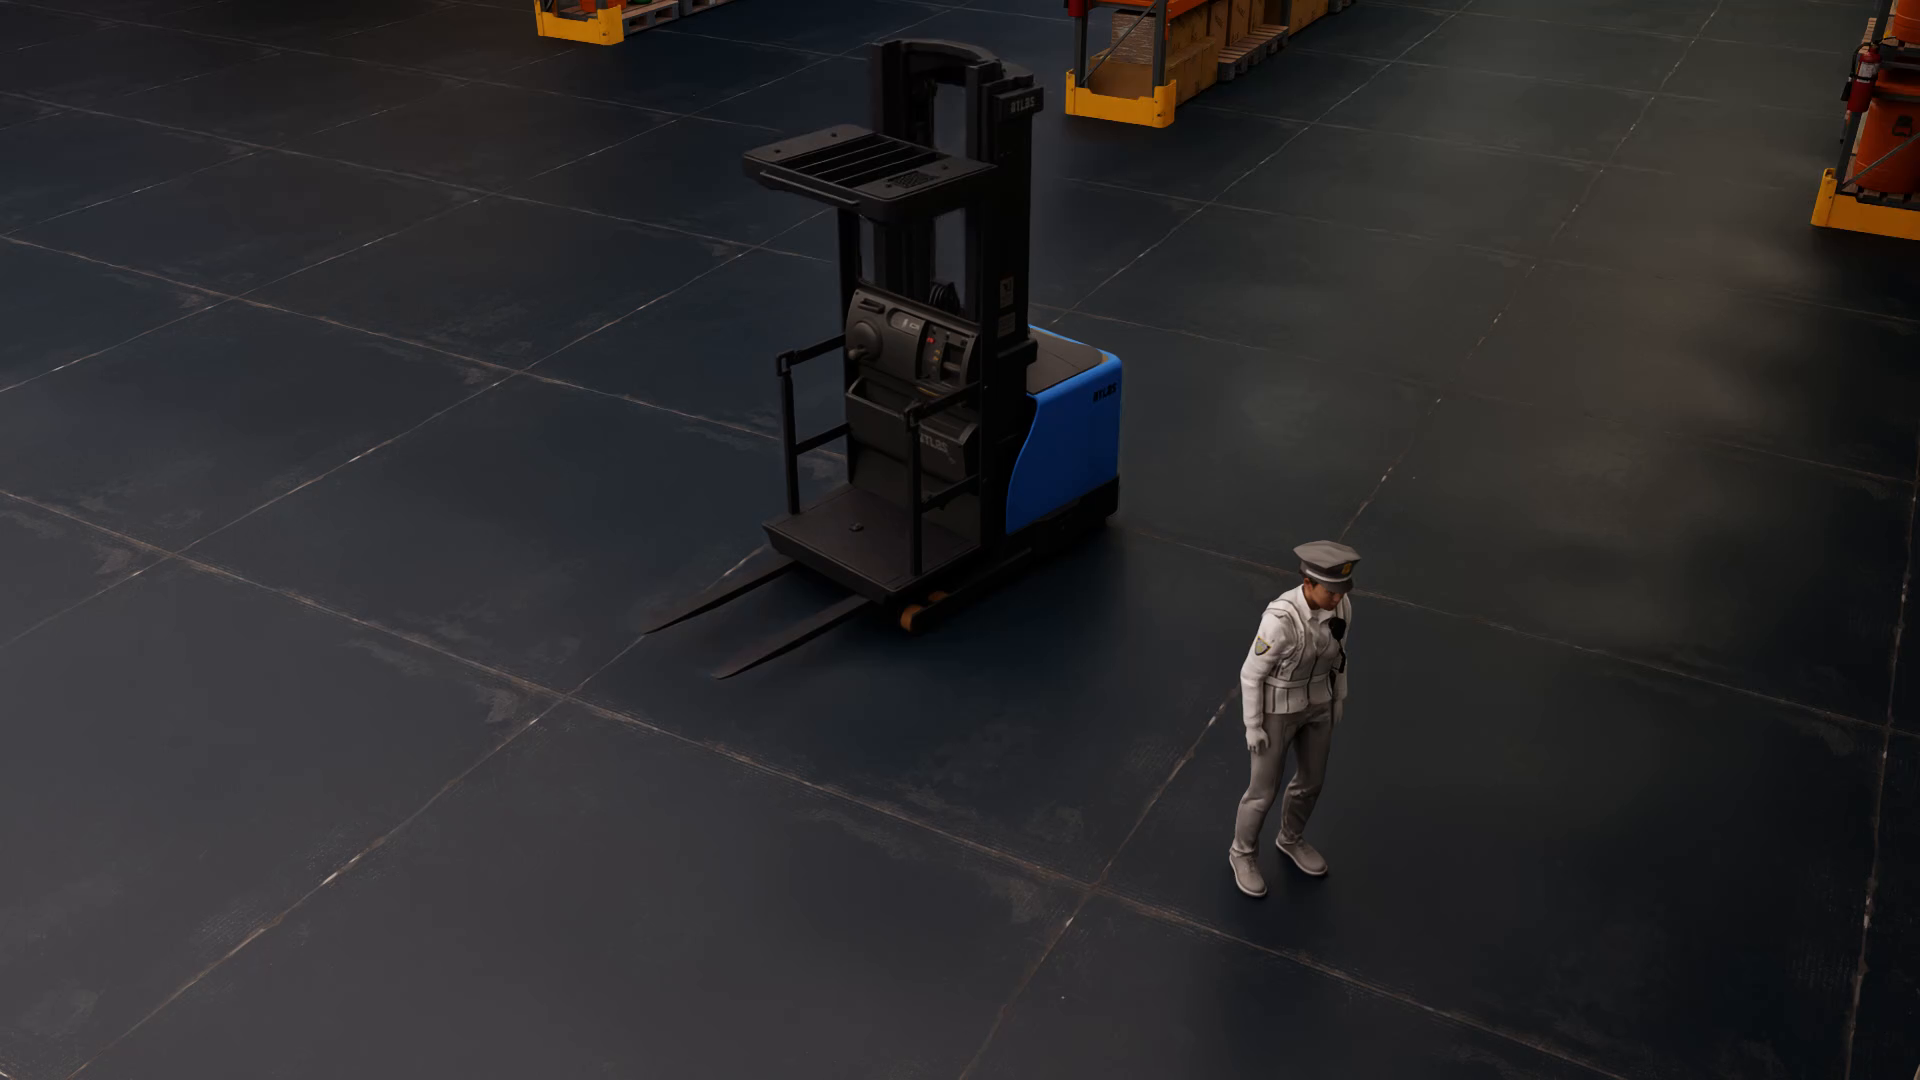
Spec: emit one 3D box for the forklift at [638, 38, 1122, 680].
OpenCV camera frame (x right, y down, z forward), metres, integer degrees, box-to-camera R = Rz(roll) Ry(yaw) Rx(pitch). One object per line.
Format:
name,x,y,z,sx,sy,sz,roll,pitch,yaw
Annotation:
forklift,-0.414,-1.041,8.874,1.130,2.935,3.031,25,38,37

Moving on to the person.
person,1.427,0.731,7.076,0.528,1.662,0.375,-14,33,-23
